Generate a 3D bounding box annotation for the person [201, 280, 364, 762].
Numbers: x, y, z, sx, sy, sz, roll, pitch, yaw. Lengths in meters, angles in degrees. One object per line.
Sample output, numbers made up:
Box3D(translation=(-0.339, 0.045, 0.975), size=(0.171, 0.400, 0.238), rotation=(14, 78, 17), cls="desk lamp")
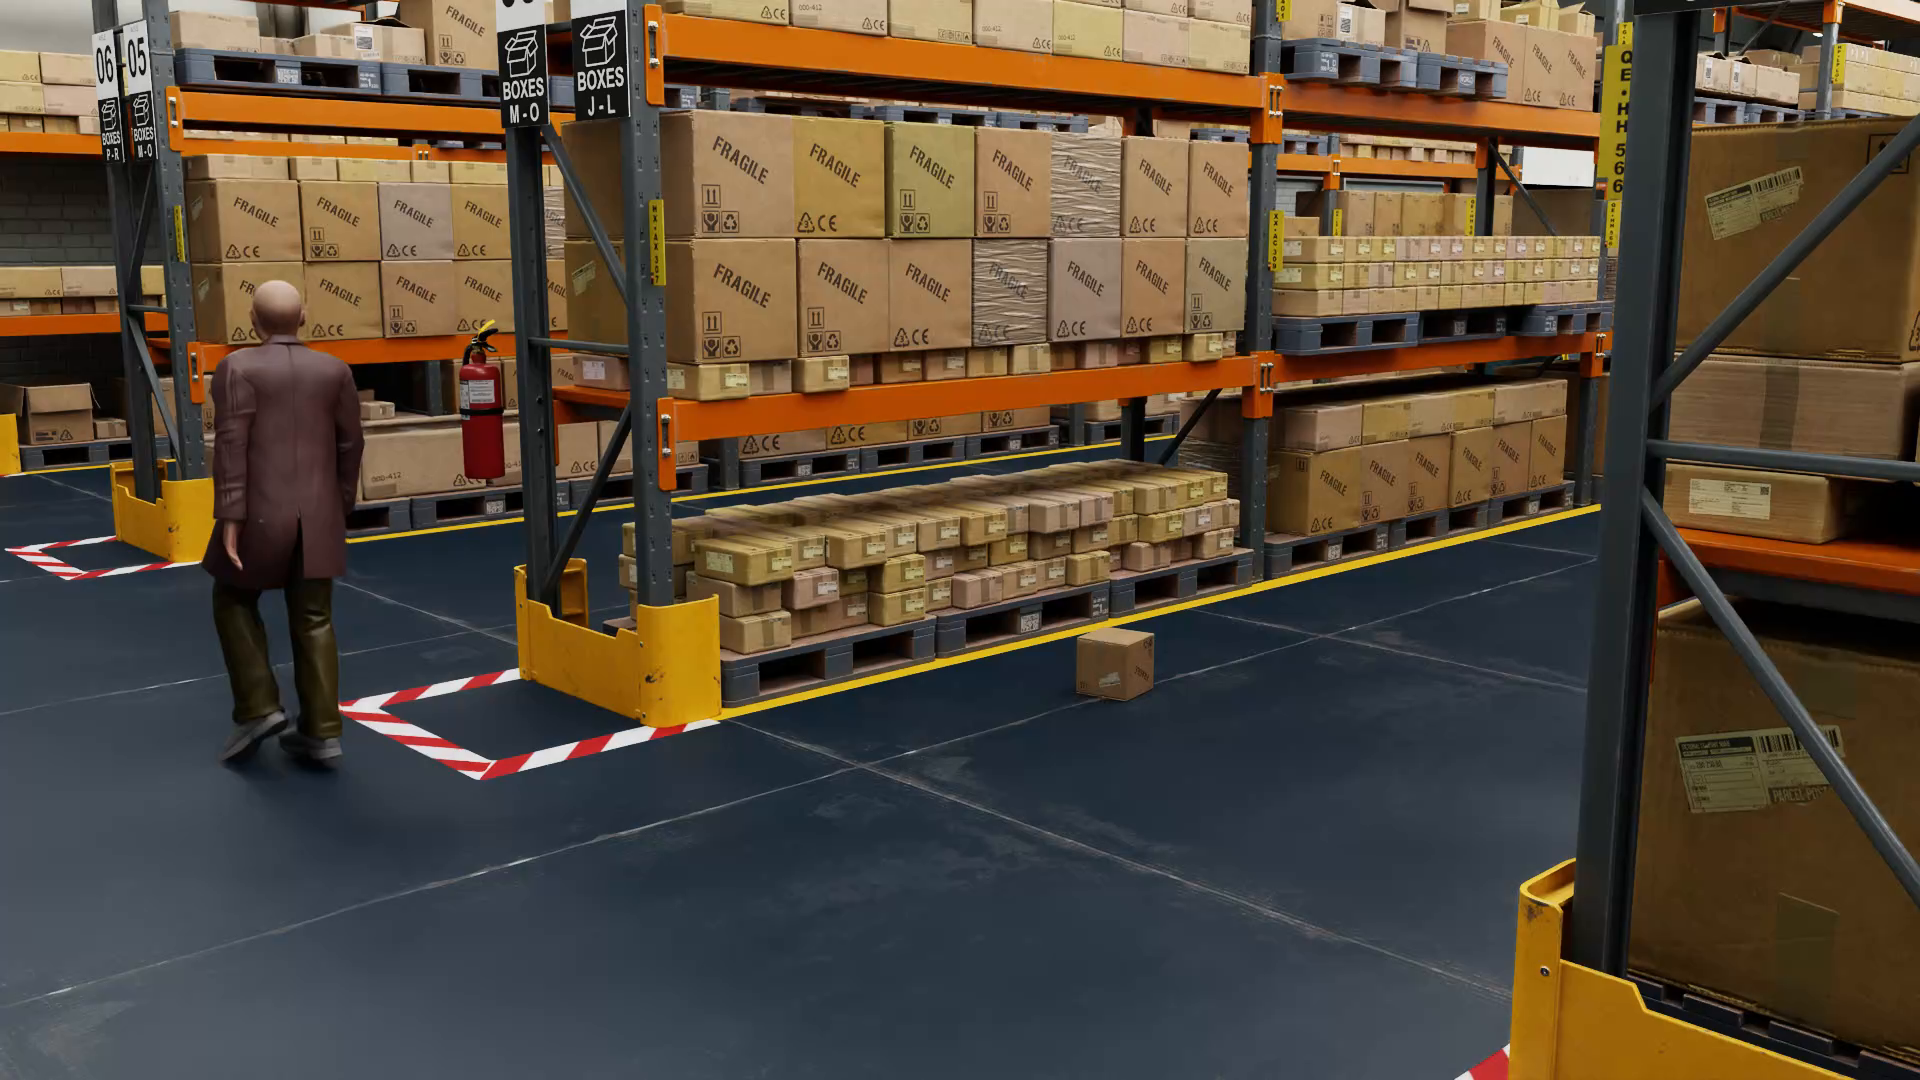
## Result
Box3D(translation=(-2.496, -0.045, 6.220), size=(0.611, 1.831, 0.555), rotation=(-9, 14, -41), cls="person")
